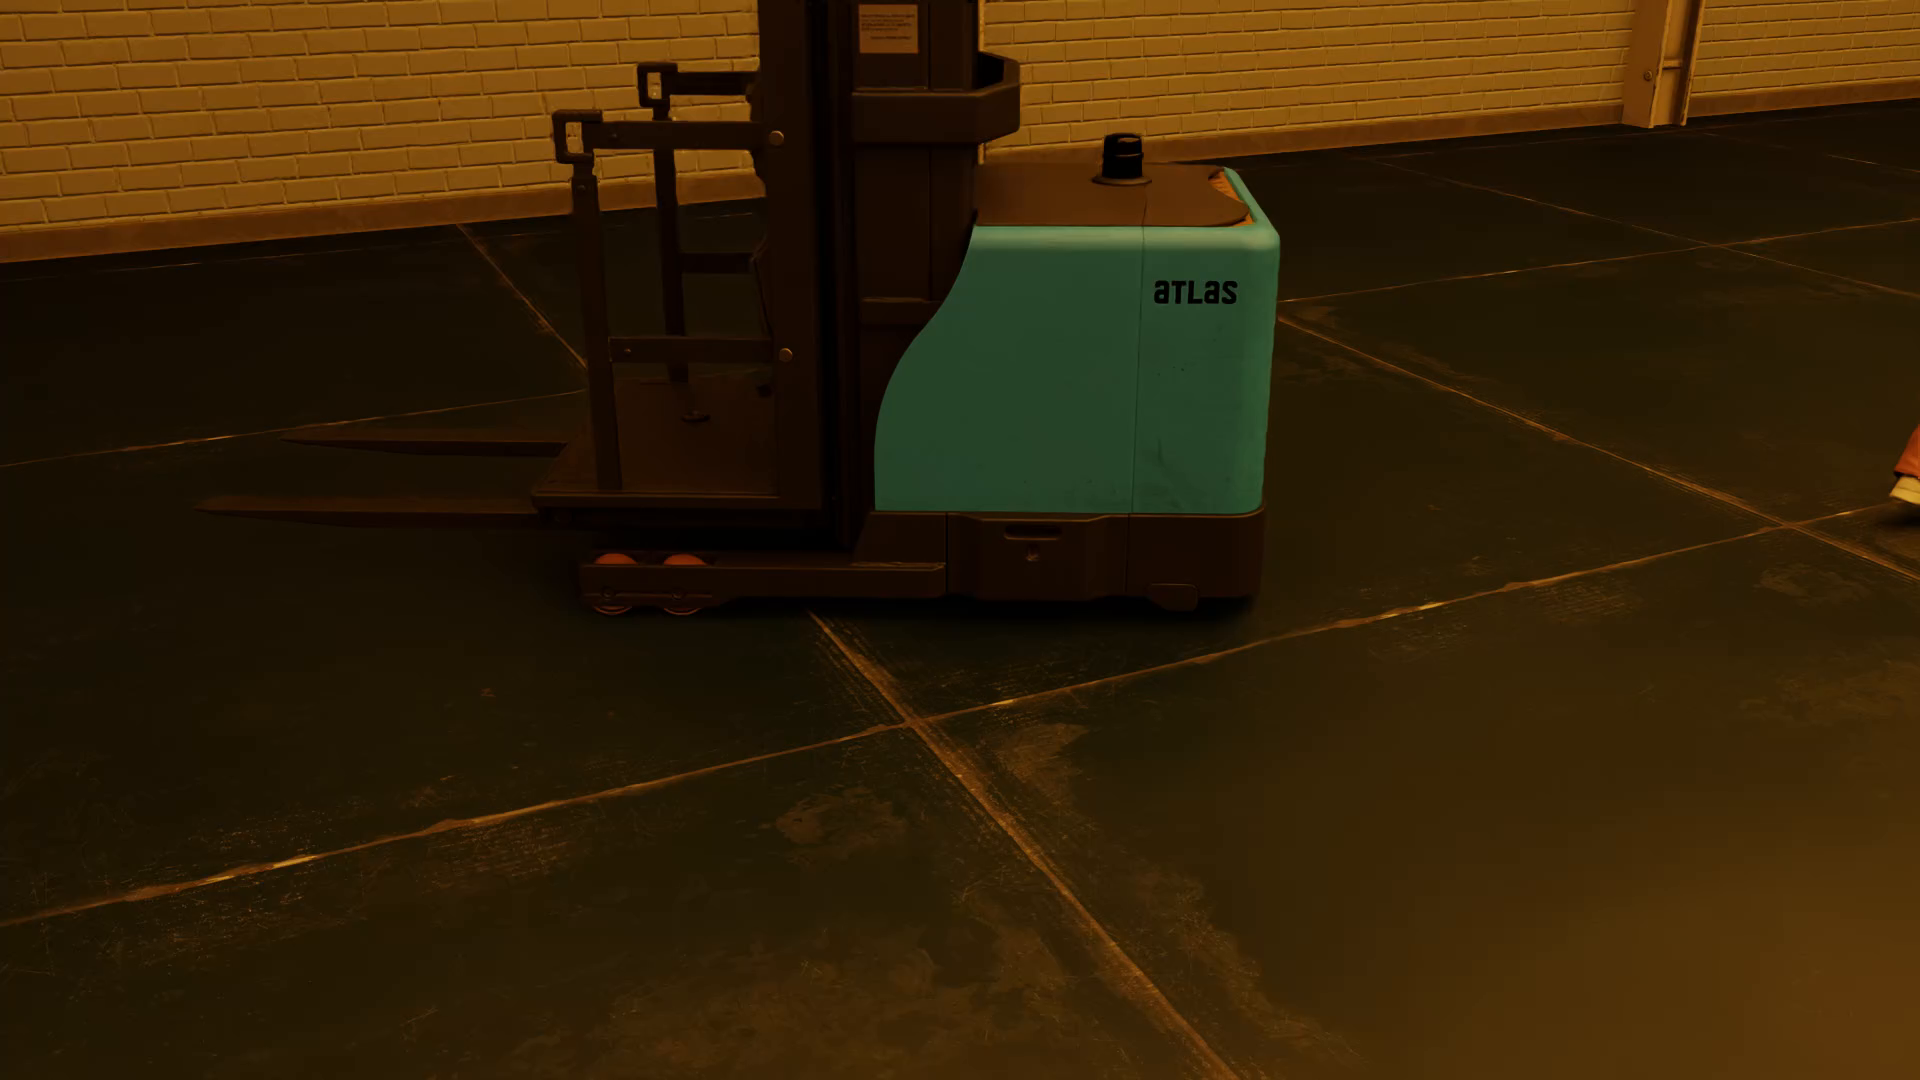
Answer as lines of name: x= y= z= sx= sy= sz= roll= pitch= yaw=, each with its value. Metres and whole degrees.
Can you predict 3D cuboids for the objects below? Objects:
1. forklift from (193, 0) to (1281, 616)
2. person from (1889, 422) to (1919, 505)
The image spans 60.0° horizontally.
forklift: x=-0.666 y=-1.346 z=4.527 sx=3.031 sy=2.935 sz=1.130 roll=1 pitch=23 yaw=2
person: x=3.256 y=-0.820 z=4.939 sx=0.700 sy=1.659 sz=0.837 roll=-11 pitch=25 yaw=-24
